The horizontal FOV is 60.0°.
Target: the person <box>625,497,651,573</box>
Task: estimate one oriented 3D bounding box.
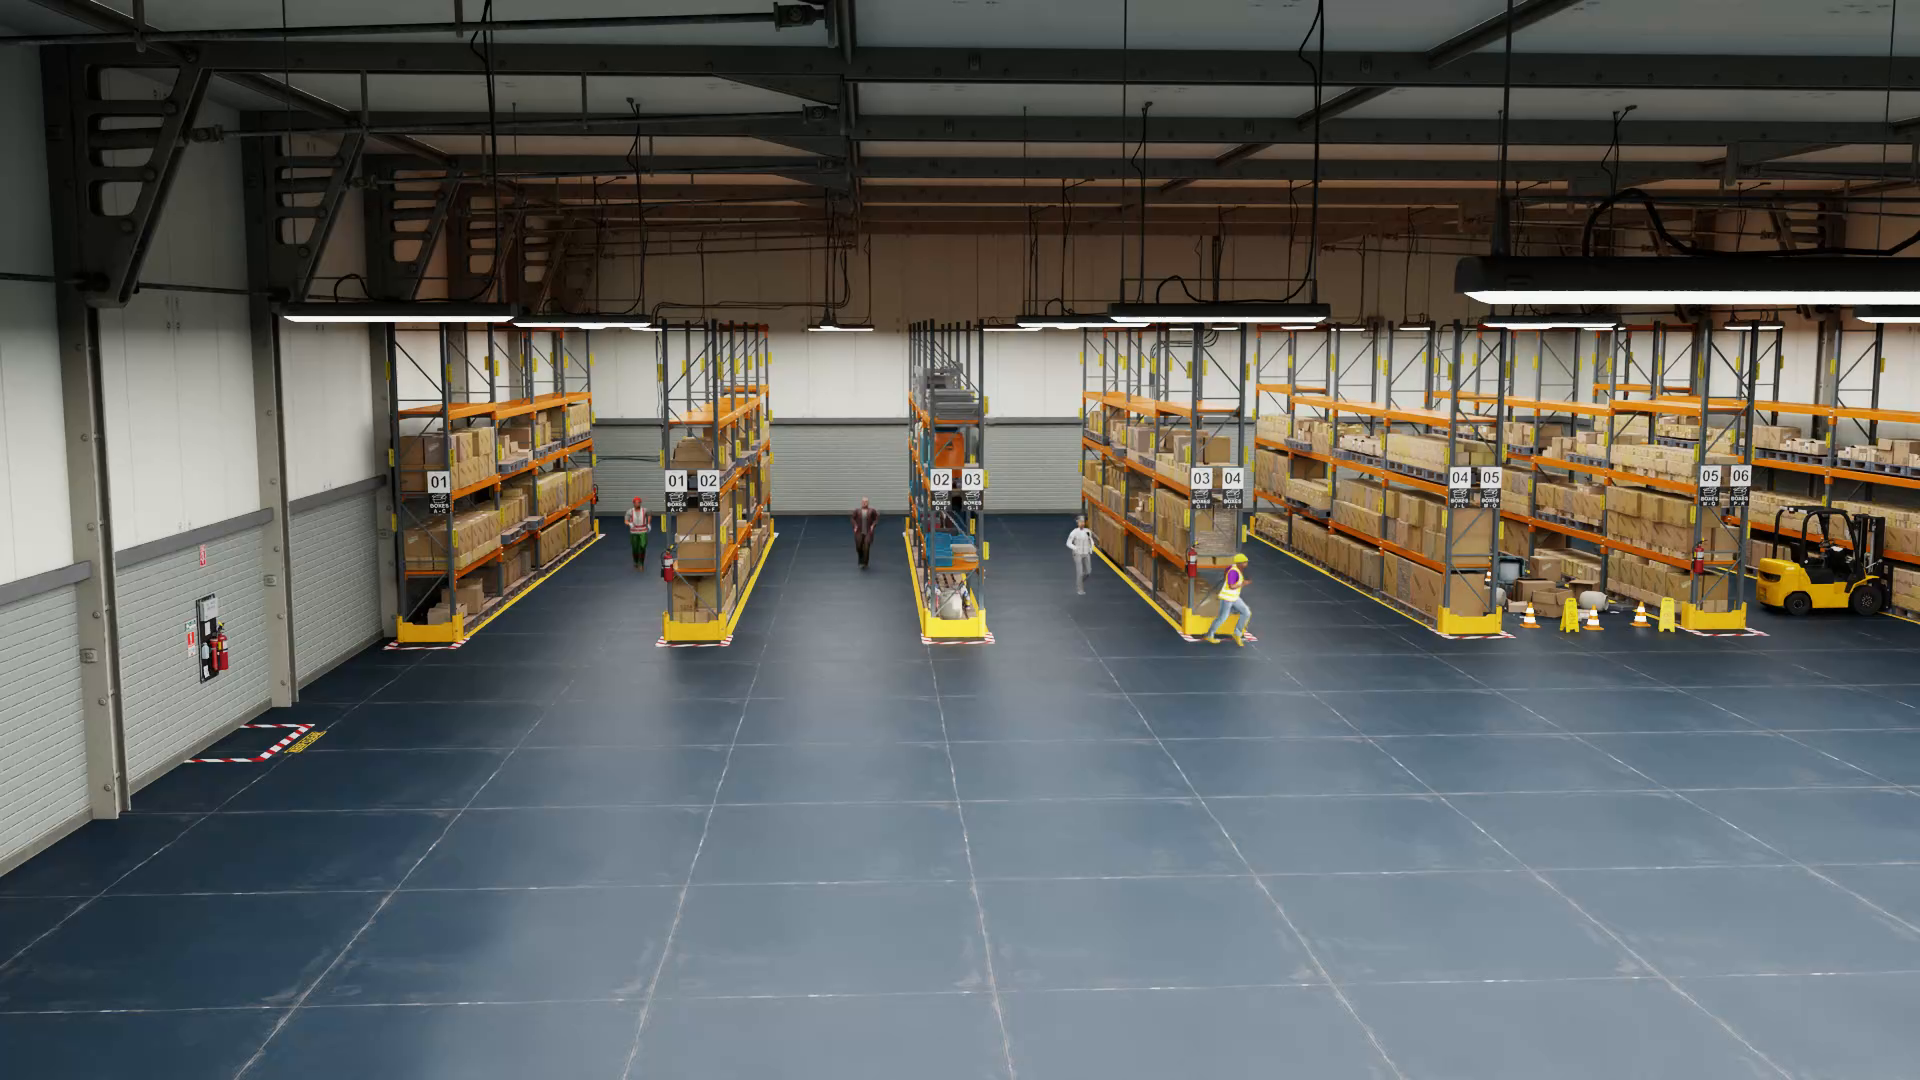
[{"bbox_3d":[-7.823,-0.145,40.393,0.608,1.833,0.855,-1,7,-8],"label":"person"}]

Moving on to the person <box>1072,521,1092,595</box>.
[{"bbox_3d":[2.550,0.334,34.842,0.428,1.613,0.506,-2,7,-15],"label":"person"}]

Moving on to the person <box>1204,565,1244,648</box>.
[{"bbox_3d":[4.851,1.210,30.539,0.732,1.522,0.660,4,8,30],"label":"person"}]

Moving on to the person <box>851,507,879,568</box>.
[{"bbox_3d":[-2.343,-0.070,40.768,0.692,1.531,0.576,0,7,3],"label":"person"}]
